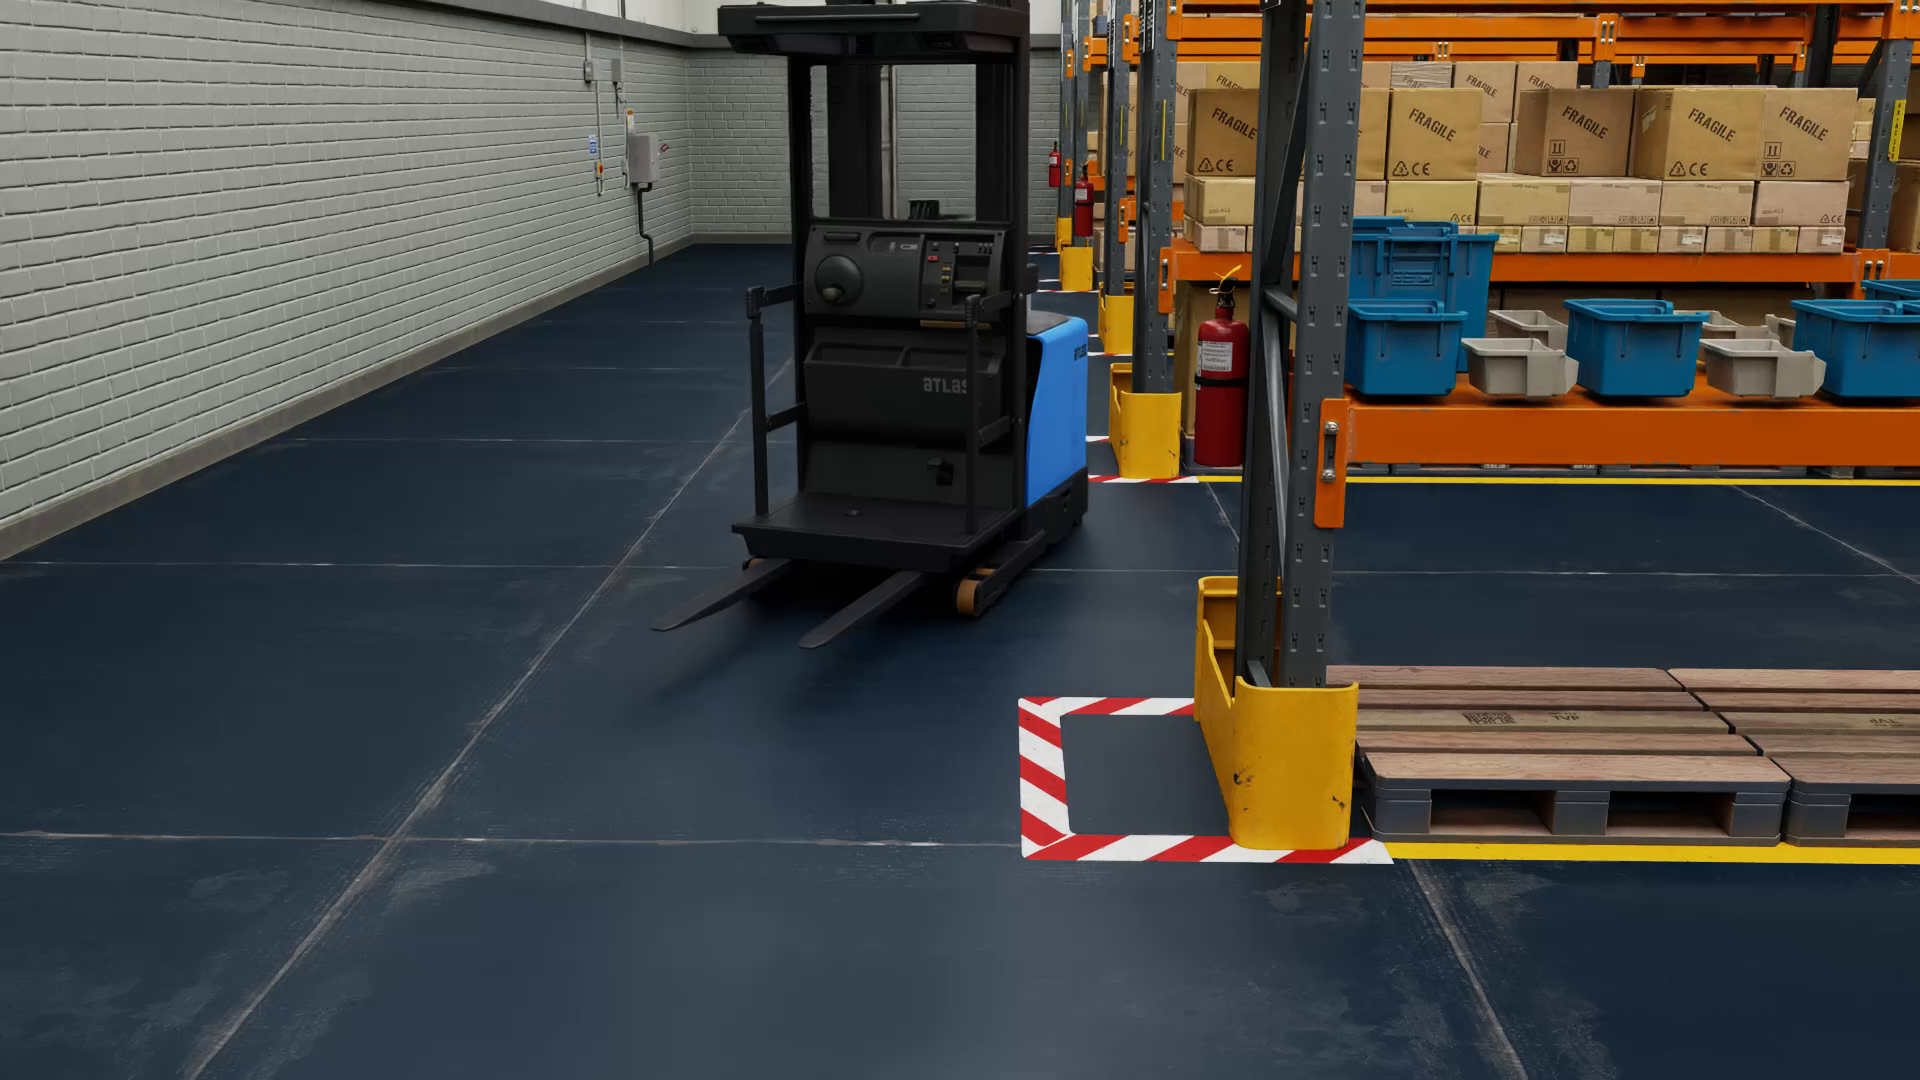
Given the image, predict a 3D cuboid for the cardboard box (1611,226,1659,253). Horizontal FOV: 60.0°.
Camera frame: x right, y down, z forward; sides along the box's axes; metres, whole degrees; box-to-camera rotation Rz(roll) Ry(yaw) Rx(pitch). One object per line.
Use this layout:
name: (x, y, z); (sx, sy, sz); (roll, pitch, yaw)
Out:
cardboard box: (3.803, -1.732, 9.516); (0.250, 0.149, 0.380); (1, 15, 2)

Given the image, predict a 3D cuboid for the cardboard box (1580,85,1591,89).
cardboard box: (6.841, -4.911, 18.918); (0.500, 0.500, 0.500); (0, 15, 0)

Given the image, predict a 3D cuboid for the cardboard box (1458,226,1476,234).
cardboard box: (2.778, -1.739, 9.542); (0.250, 0.149, 0.380); (0, 15, 1)

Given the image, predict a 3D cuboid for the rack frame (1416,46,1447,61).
rack frame: (5.398, -4.455, 19.347); (0.127, 3.000, 1.000); (0, 15, 1)

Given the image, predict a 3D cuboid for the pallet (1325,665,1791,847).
pallet: (1.843, 0.672, 5.378); (1.213, 0.211, 1.003); (0, 15, 1)

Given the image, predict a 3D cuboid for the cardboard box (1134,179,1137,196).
cardboard box: (1.707, -3.167, 14.956); (0.250, 0.149, 0.380); (0, 15, 1)

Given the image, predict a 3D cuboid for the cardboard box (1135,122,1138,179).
cardboard box: (1.829, -3.473, 14.846); (0.500, 0.500, 0.500); (1, 15, 3)

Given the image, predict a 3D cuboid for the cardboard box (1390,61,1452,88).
cardboard box: (3.867, -3.811, 14.166); (0.500, 0.500, 0.500); (1, 15, 3)

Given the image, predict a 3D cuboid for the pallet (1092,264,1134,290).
pallet: (2.200, -3.148, 19.858); (1.213, 0.211, 1.003); (0, 15, 1)

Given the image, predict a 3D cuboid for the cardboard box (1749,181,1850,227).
cardboard box: (4.697, -1.935, 9.507); (0.500, 0.250, 0.500); (0, 15, 0)

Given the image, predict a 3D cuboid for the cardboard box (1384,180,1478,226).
cardboard box: (2.641, -1.948, 9.553); (0.500, 0.250, 0.500); (0, 15, 0)

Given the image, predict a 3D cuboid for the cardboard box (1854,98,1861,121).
cardboard box: (9.840, -4.763, 18.910); (0.500, 0.500, 0.500); (0, 15, 0)

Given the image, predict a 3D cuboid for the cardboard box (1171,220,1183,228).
cardboard box: (2.985, -4.698, 24.344); (0.500, 0.500, 0.700); (1, 15, 4)

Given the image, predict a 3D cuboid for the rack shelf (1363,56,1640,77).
rack shelf: (7.520, -6.811, 23.805); (4.000, 0.370, 1.077); (0, 15, 1)

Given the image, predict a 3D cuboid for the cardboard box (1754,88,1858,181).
cardboard box: (4.678, -2.297, 9.407); (0.500, 0.500, 0.500); (1, 15, 3)

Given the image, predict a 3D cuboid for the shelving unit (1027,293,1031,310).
shelving unit: (0.099, -0.778, 8.936); (0.503, 1.200, 0.258); (5, 16, 19)

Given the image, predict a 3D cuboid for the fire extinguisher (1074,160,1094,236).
fire extinguisher: (1.134, -3.120, 15.169); (0.183, 0.674, 0.296); (0, 15, 1)

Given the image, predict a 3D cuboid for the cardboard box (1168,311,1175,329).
cardboard box: (1.889, -1.958, 14.647); (0.250, 0.149, 0.380); (1, 15, 3)

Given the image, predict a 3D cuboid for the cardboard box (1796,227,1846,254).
cardboard box: (4.831, -1.725, 9.491); (0.250, 0.149, 0.380); (0, 15, 2)

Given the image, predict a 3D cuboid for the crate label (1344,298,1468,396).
crate label: (1.258, -0.554, 4.769); (0.303, 0.233, 0.416); (0, 15, 1)

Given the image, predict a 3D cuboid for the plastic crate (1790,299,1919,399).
plastic crate: (2.574, -0.545, 4.737); (0.300, 0.233, 0.416); (0, 15, 1)

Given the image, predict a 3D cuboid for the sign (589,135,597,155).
sign: (-4.301, -4.631, 19.483); (0.001, 0.218, 0.327); (0, 15, 1)

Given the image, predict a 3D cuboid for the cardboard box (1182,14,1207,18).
cardboard box: (1.816, -4.528, 14.037); (0.500, 0.250, 0.500); (1, 15, 3)

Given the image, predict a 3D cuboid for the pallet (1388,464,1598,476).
pallet: (3.164, -0.612, 10.246); (1.213, 0.211, 1.003); (0, 15, 1)

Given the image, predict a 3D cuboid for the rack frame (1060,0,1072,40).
rack frame: (1.522, -8.648, 23.479); (0.127, 3.000, 1.000); (0, 15, 1)

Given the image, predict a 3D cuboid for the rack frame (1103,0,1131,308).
rack frame: (1.374, -3.218, 14.659); (0.127, 3.000, 1.000); (0, 15, 1)

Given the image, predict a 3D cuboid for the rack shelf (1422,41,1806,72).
rack shelf: (7.397, -5.545, 19.007); (4.000, 0.370, 1.077); (0, 15, 1)

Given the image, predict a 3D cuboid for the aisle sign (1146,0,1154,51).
aisle sign: (1.066, -3.135, 9.247); (0.004, 0.787, 0.394); (0, 15, 1)

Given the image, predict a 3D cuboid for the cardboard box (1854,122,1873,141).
cardboard box: (7.577, -3.431, 13.967); (0.250, 0.149, 0.380); (1, 15, 4)

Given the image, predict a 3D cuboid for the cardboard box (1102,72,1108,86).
cardboard box: (1.747, -5.254, 18.947); (0.250, 0.149, 0.380); (1, 15, 3)

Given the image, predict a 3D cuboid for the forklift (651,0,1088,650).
forklift: (-0.322, -1.204, 7.156); (1.130, 2.935, 3.031); (5, 16, 19)

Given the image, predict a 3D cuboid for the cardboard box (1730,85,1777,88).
cardboard box: (8.873, -4.898, 18.868); (0.500, 0.500, 0.500); (0, 15, 0)

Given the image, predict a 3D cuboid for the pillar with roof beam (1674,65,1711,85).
pillar with roof beam: (10.736, -7.719, 19.959); (0.400, 9.000, 9.100); (0, 15, 1)

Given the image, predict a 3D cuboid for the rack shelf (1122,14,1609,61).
rack shelf: (3.373, -4.308, 14.319); (4.000, 0.370, 1.077); (0, 15, 1)

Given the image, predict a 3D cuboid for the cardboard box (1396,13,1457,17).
cardboard box: (3.868, -4.514, 13.983); (0.500, 0.250, 0.500); (0, 15, 1)

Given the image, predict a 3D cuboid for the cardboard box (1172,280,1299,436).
cardboard box: (1.788, -1.146, 10.146); (0.875, 0.875, 0.875); (0, 15, 1)

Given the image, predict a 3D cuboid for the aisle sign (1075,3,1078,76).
aisle sign: (1.320, -5.665, 18.836); (0.004, 0.787, 0.394); (0, 15, 1)

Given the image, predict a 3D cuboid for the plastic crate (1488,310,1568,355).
plastic crate: (1.839, -0.634, 5.261); (0.243, 0.136, 0.396); (0, 15, 1)

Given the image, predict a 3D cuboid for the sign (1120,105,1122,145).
sign: (1.360, -3.499, 14.024); (0.005, 0.325, 0.100); (0, 15, 1)

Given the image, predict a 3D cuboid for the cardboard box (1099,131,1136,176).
cardboard box: (1.872, -4.454, 19.144); (0.500, 0.500, 0.500); (0, 15, 1)

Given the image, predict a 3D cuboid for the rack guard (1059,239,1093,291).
rack guard: (1.375, -3.273, 19.766); (0.348, 0.500, 1.175); (0, 15, 1)

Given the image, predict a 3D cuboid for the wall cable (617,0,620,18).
wall cable: (-4.273, -7.539, 19.276); (0.029, 3.000, 2.355); (0, 15, 1)

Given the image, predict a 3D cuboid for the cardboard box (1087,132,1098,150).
cardboard box: (1.969, -5.747, 23.954); (0.500, 0.250, 0.500); (0, 15, 2)

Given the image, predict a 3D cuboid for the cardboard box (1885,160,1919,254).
cardboard box: (5.598, -1.910, 9.503); (0.500, 0.500, 0.500); (0, 15, 2)

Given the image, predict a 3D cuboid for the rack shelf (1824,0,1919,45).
rack shelf: (7.144, -3.018, 9.428); (4.000, 0.370, 1.077); (0, 15, 1)
